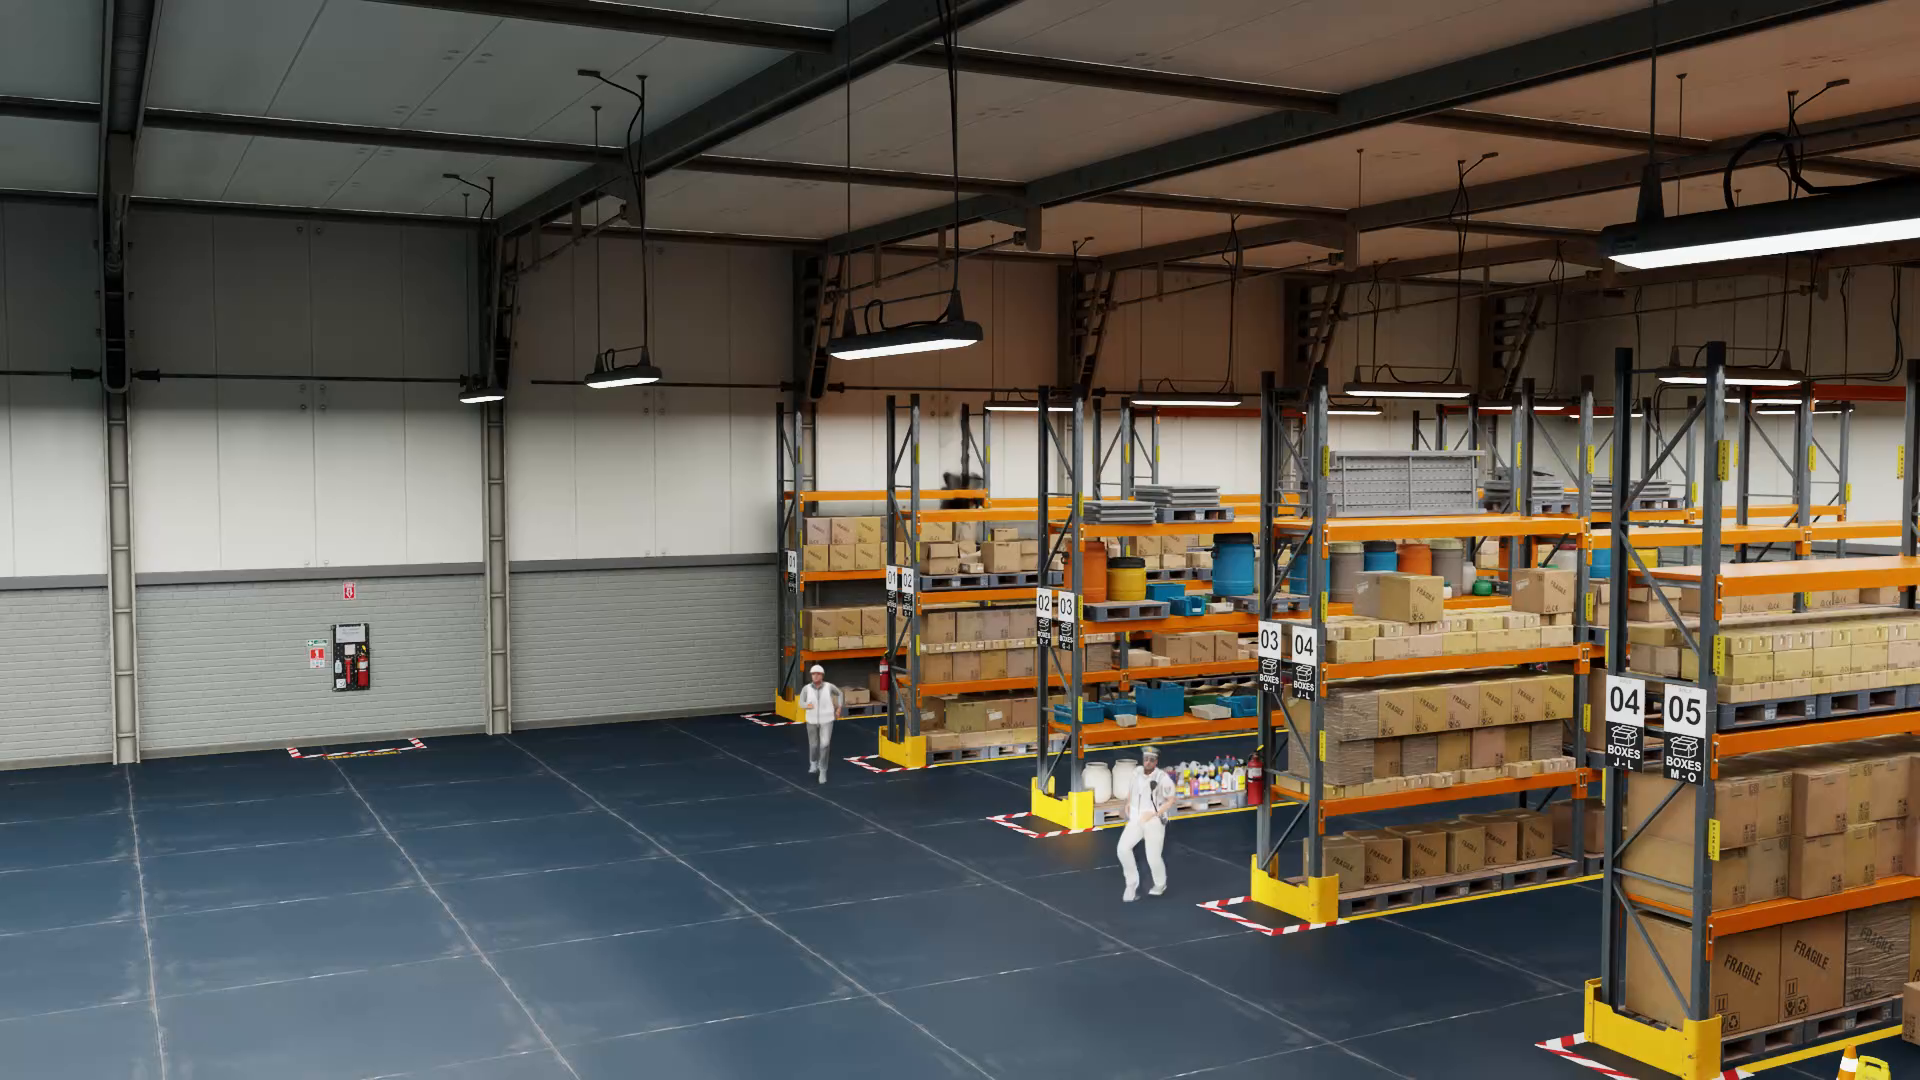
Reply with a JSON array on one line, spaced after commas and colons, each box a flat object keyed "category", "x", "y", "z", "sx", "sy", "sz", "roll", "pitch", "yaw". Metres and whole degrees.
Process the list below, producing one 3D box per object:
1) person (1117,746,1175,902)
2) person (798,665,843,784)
[{"category": "person", "x": 2.135, "y": 3.228, "z": 18.942, "sx": 0.673, "sy": 1.806, "sz": 0.681, "roll": 2, "pitch": 4, "yaw": 37}, {"category": "person", "x": -2.163, "y": 2.827, "z": 25.725, "sx": 0.665, "sy": 1.820, "sz": 0.897, "roll": 0, "pitch": 3, "yaw": 2}]
